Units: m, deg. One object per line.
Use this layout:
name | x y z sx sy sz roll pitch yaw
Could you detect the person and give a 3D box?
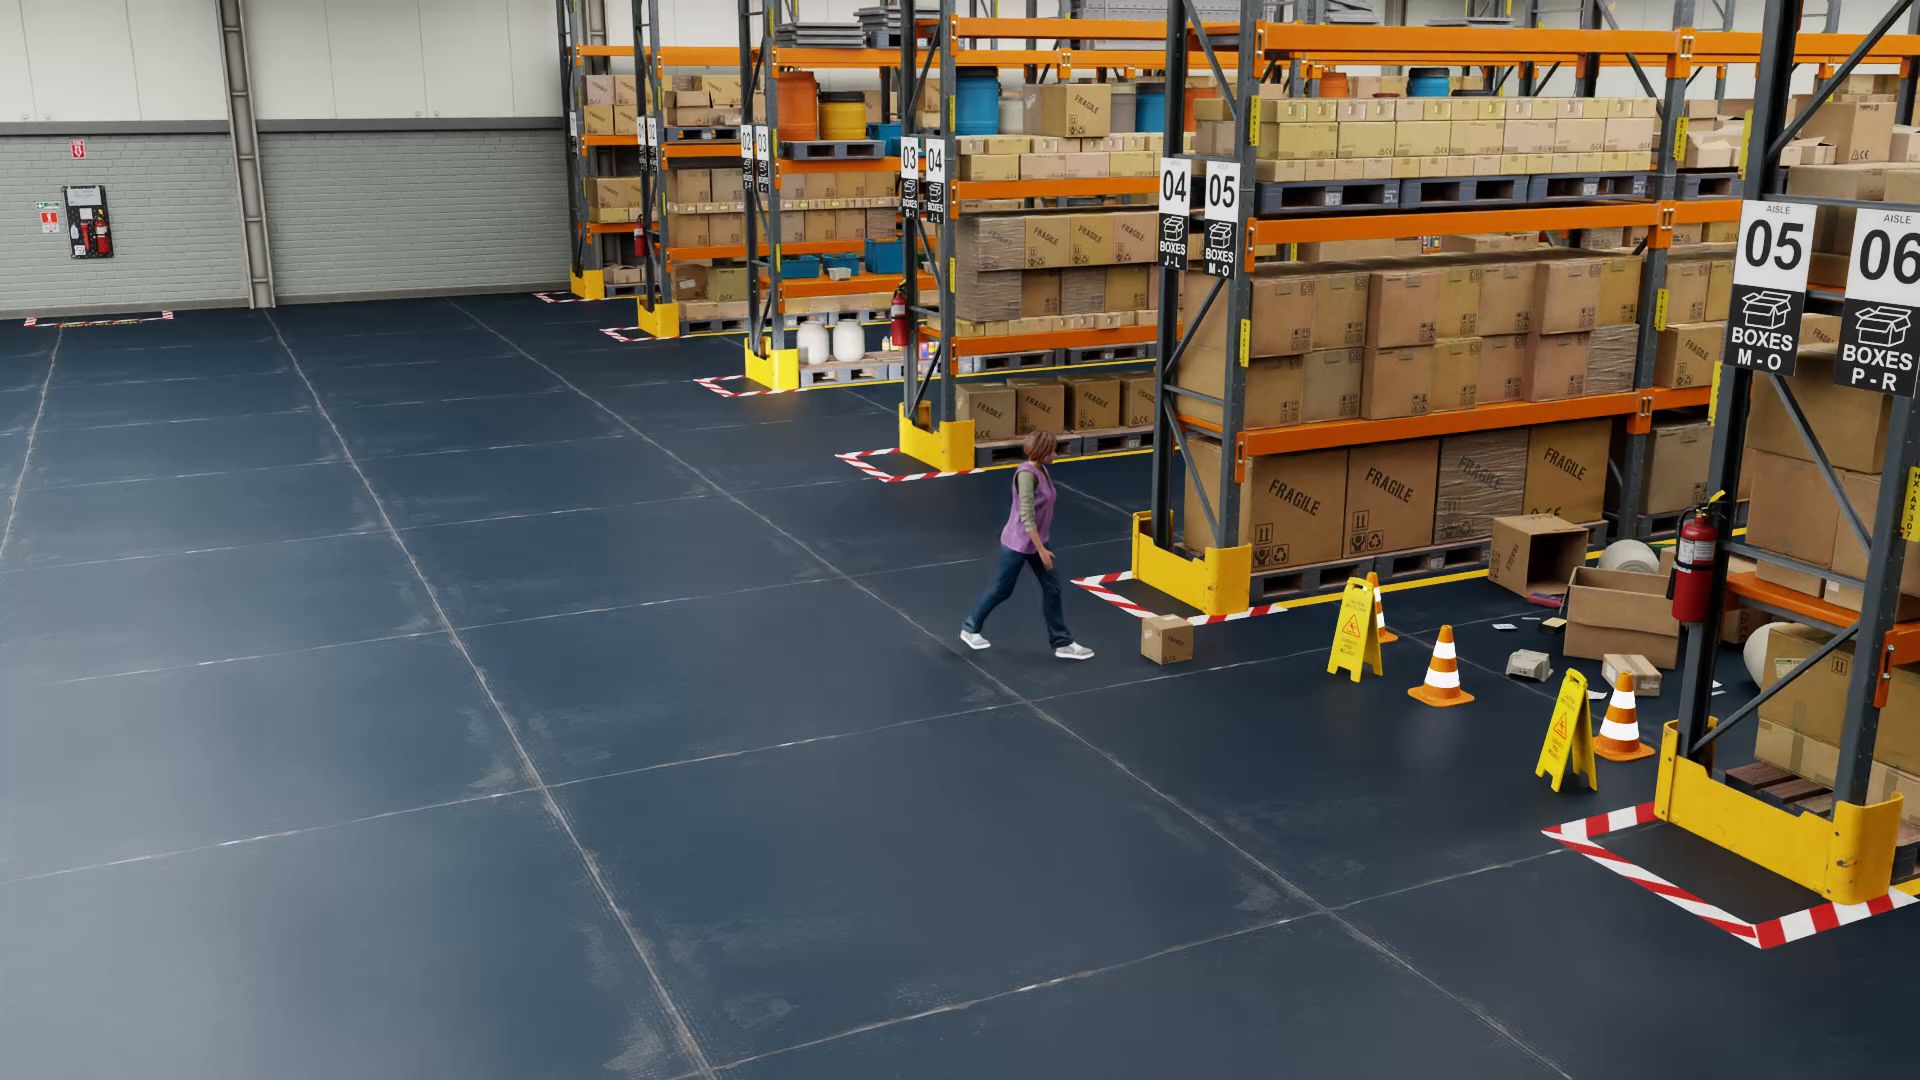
person | 0.432 0.033 10.959 0.916 1.529 0.394 8 17 27
